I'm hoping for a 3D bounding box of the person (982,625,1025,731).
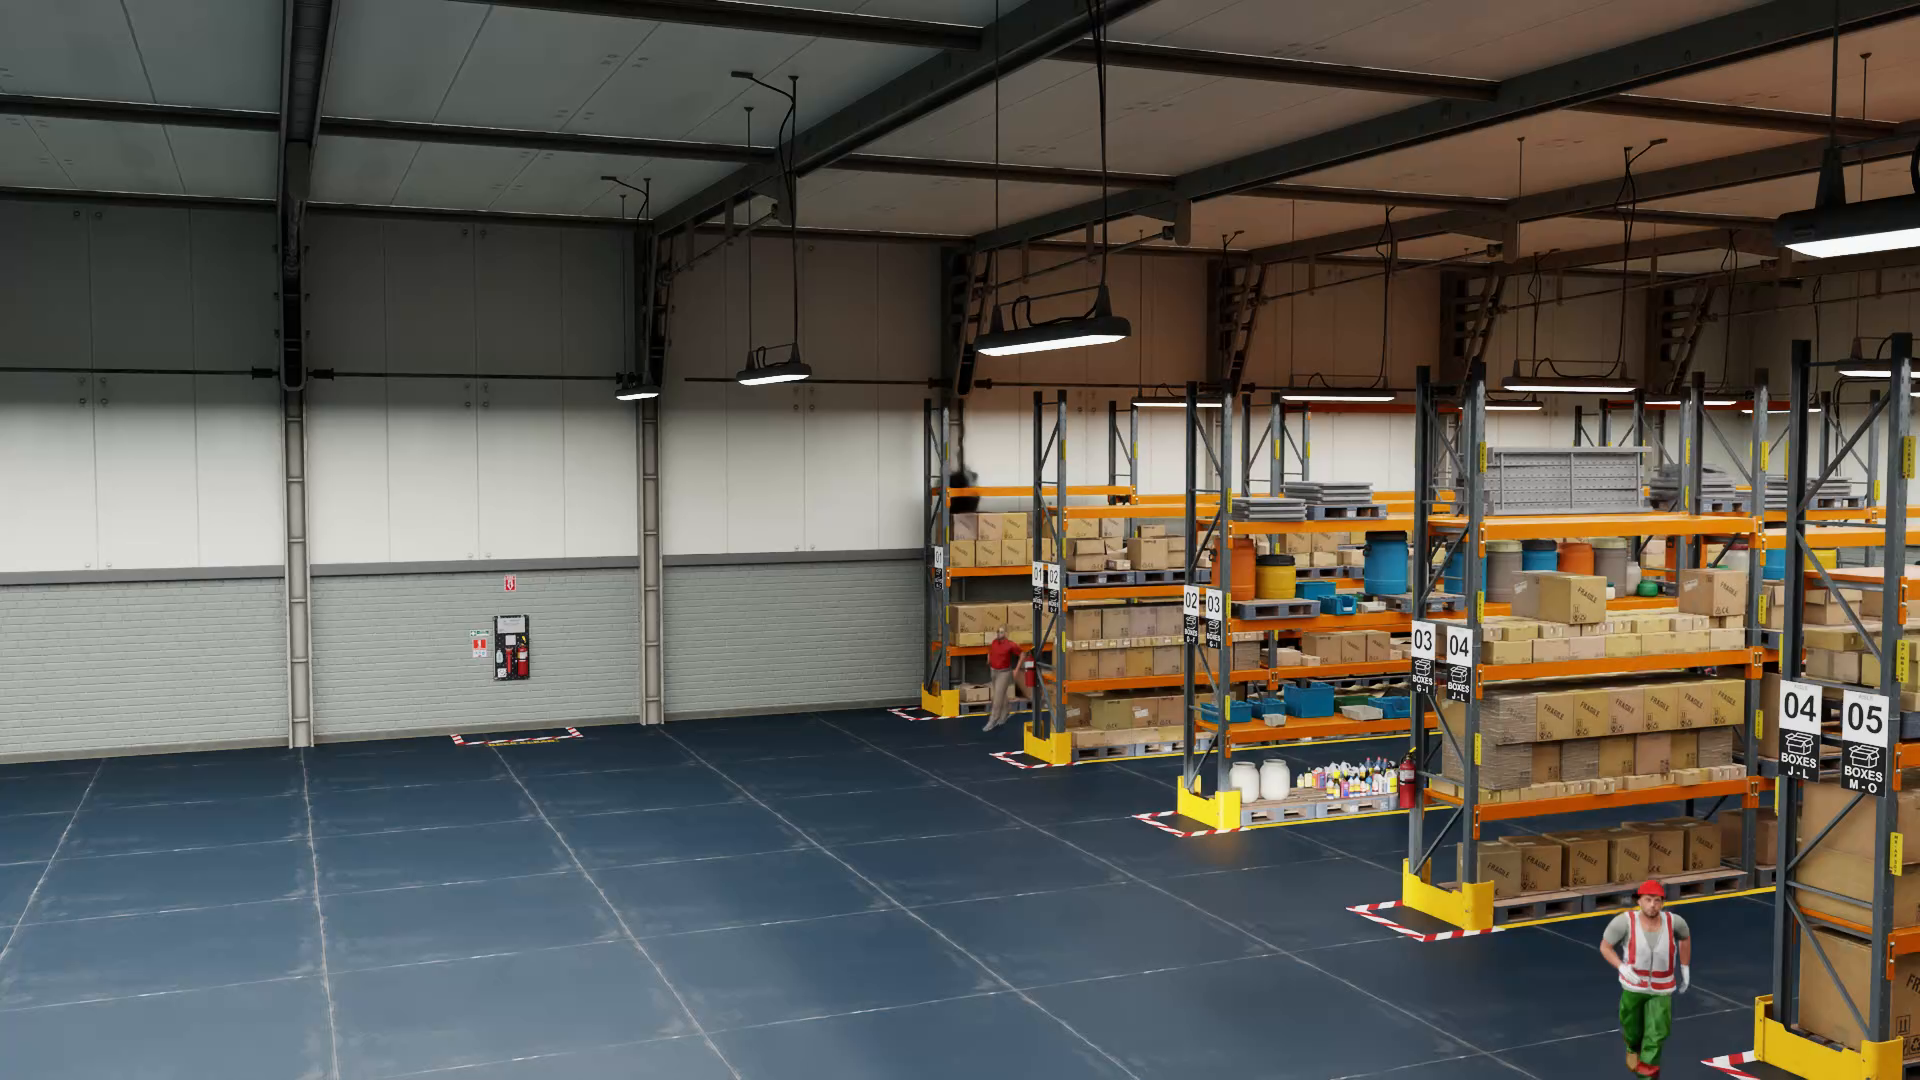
[{"bbox_3d":[0.713,2.349,28.465,0.795,1.783,0.700,-3,5,-42],"label":"person"}]

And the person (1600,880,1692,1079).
[{"bbox_3d":[5.354,3.506,12.990,0.685,1.775,1.033,1,3,16],"label":"person"}]
